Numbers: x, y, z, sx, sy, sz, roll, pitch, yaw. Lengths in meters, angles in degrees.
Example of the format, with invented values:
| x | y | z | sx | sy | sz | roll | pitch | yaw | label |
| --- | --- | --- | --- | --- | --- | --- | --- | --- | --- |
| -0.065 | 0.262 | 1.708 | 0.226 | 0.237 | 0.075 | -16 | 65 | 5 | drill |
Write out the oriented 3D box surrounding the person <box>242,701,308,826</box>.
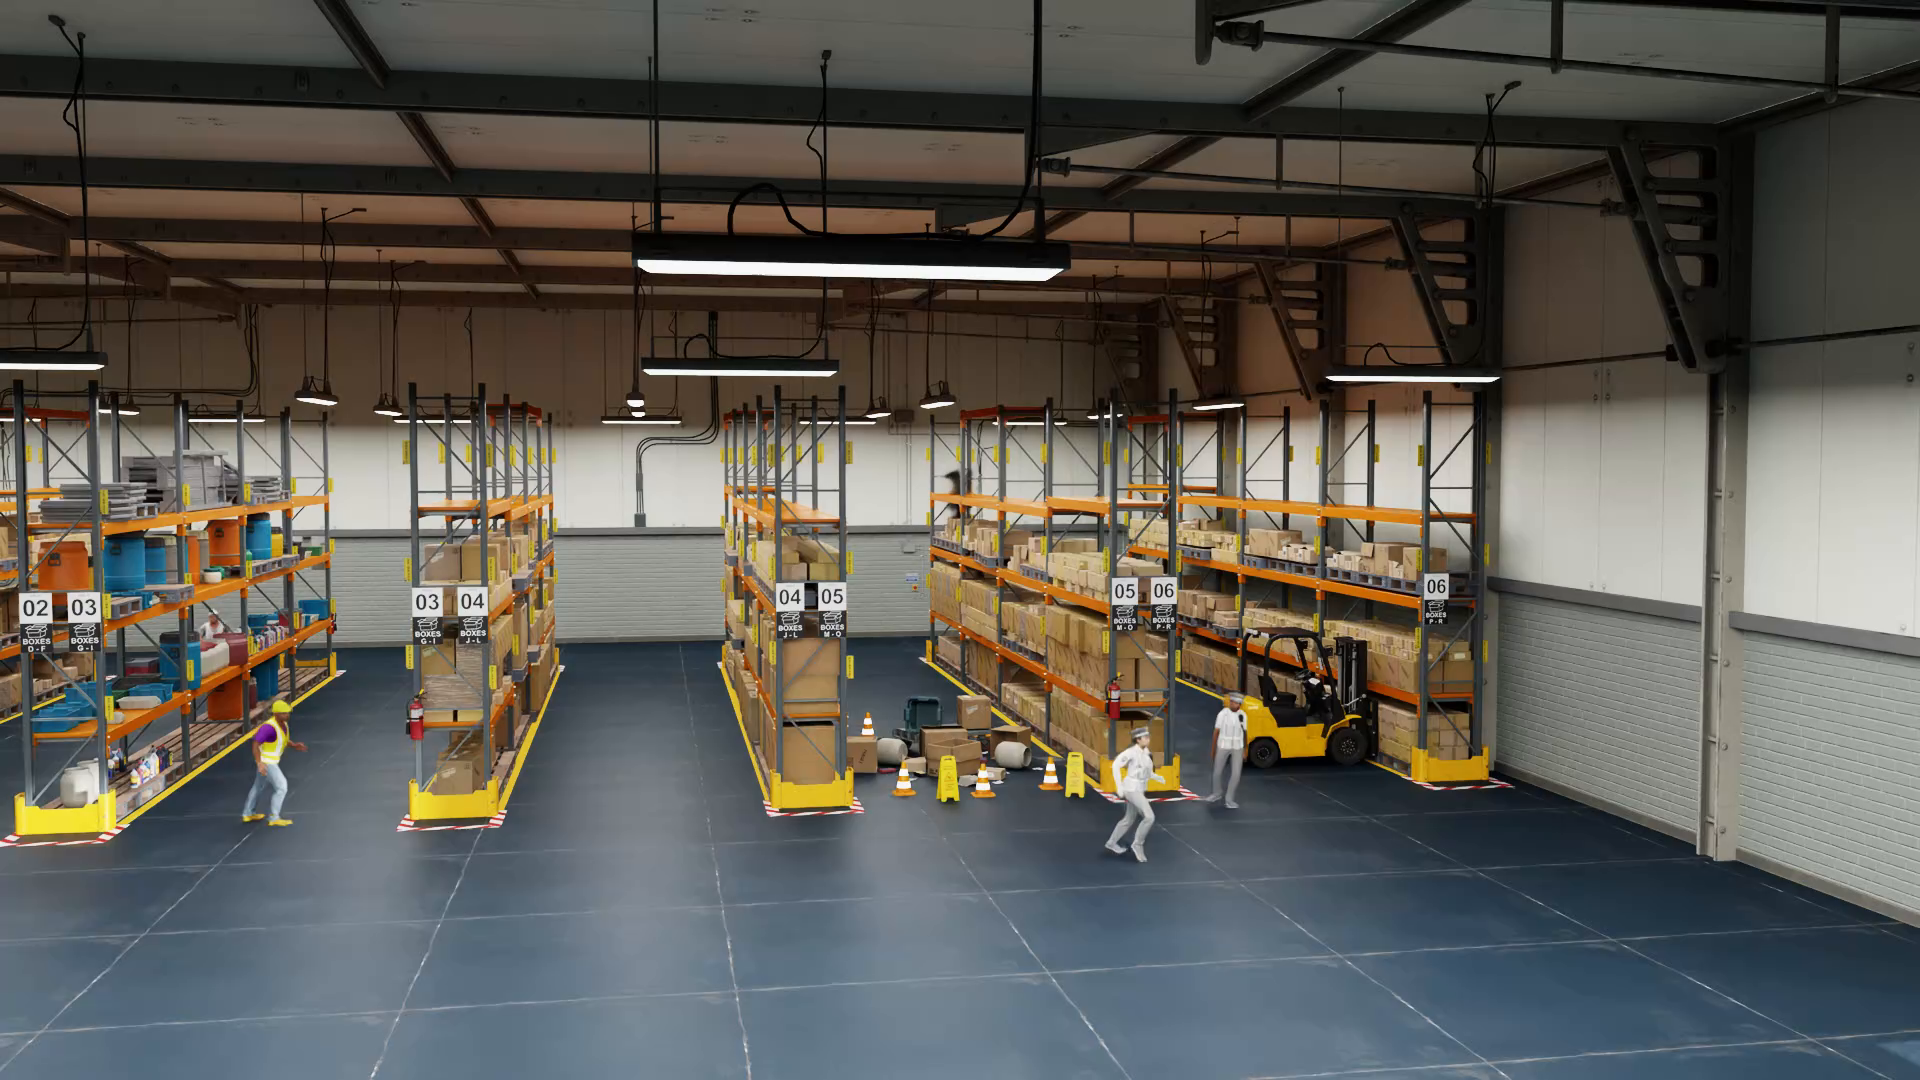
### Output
| x | y | z | sx | sy | sz | roll | pitch | yaw | label |
| --- | --- | --- | --- | --- | --- | --- | --- | --- | --- |
| -9.322 | 3.016 | 22.580 | 0.869 | 1.695 | 0.685 | -1 | 3 | -16 | person |

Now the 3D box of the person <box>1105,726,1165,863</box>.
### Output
| x | y | z | sx | sy | sz | roll | pitch | yaw | label |
| --- | --- | --- | --- | --- | --- | --- | --- | --- | --- |
| 2.163 | 3.134 | 20.600 | 0.794 | 1.698 | 0.551 | 2 | 3 | 30 | person |

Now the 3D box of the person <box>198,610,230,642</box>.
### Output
| x | y | z | sx | sy | sz | roll | pitch | yaw | label |
| --- | --- | --- | --- | --- | --- | --- | --- | --- | --- |
| -15.857 | 2.344 | 35.387 | 0.661 | 1.740 | 0.836 | -1 | 3 | -19 | person |

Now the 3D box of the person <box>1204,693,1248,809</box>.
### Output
| x | y | z | sx | sy | sz | roll | pitch | yaw | label |
| --- | --- | --- | --- | --- | --- | --- | --- | --- | --- |
| 3.793 | 2.980 | 23.683 | 0.586 | 1.648 | 0.486 | 0 | 3 | -1 | person |
